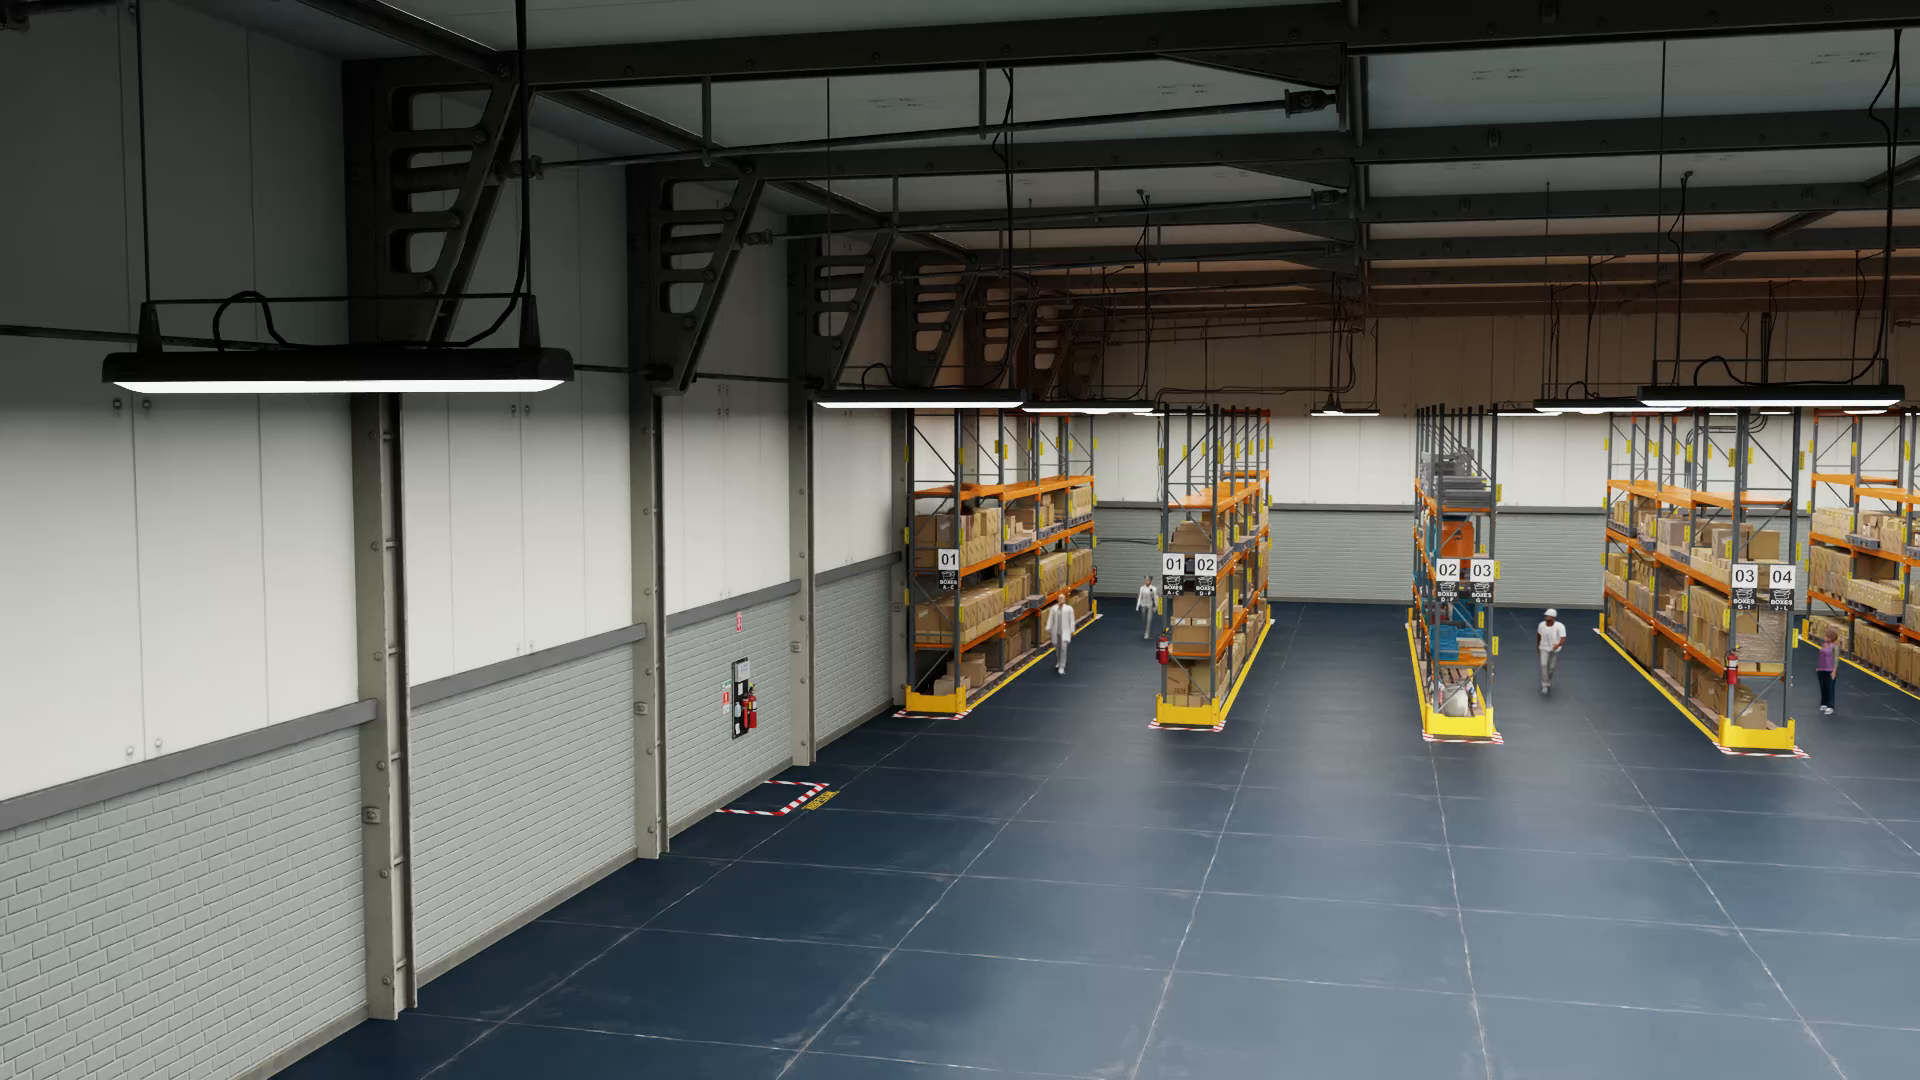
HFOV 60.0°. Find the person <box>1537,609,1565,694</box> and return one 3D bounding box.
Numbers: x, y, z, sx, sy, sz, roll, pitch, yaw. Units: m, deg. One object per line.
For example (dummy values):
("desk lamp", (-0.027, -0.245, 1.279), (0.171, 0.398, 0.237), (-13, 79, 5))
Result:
("person", (12.462, 2.322, 35.030), (0.514, 1.747, 0.994), (1, 4, 14))

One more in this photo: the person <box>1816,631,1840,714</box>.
("person", (16.949, 2.579, 32.472), (0.472, 1.596, 0.433), (-3, 5, -37))

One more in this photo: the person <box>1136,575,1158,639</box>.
("person", (4.899, 1.735, 43.429), (0.523, 1.640, 0.945), (1, 4, 19))

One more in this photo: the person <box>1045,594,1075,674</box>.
("person", (2.256, 2.093, 37.553), (0.641, 1.734, 1.067), (1, 4, 14))

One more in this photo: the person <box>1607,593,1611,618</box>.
("person", (18.201, 1.484, 46.280), (0.532, 1.782, 0.563), (1, 4, 18))
